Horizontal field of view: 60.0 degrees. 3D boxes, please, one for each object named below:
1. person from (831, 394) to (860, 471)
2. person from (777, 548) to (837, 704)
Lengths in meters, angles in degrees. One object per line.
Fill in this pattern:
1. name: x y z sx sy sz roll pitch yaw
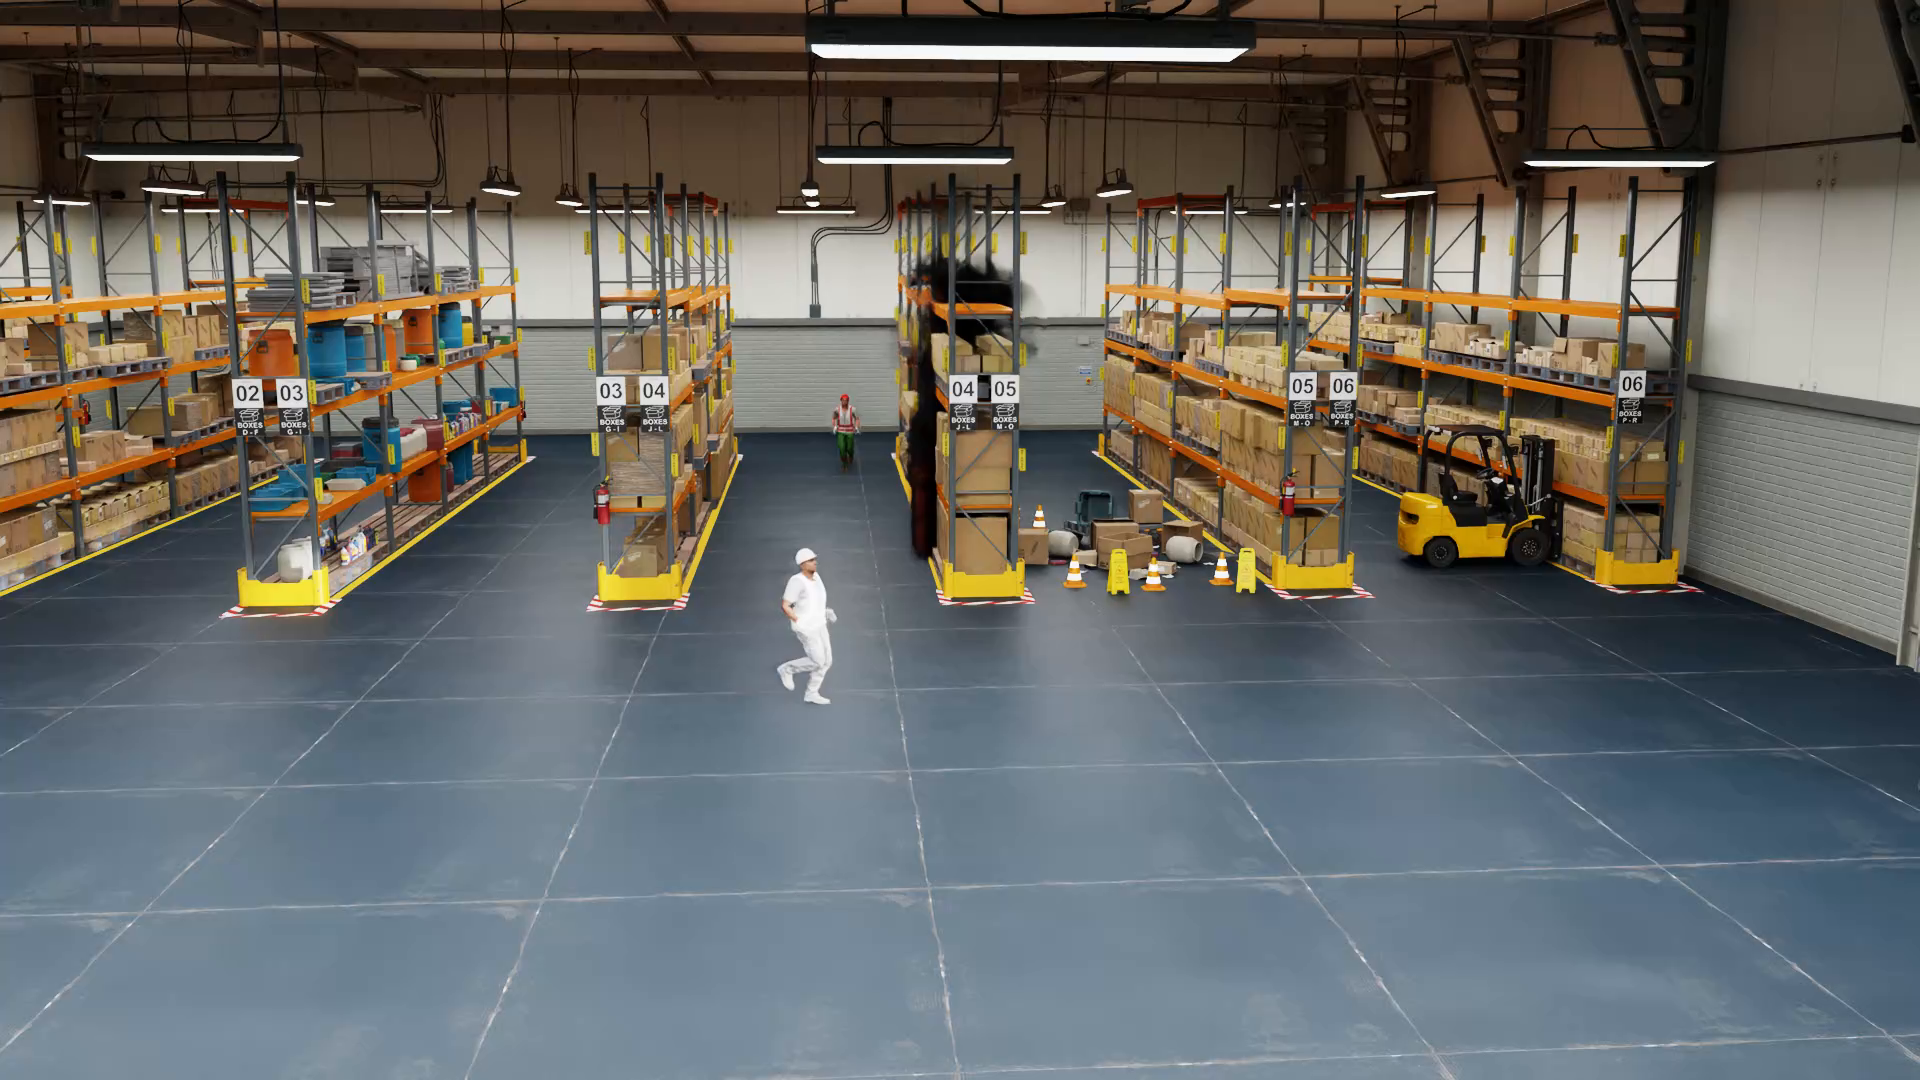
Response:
1. person: -2.584 -2.443 37.586 0.638 1.736 0.653 0 10 1
2. person: -1.707 0.949 18.388 0.599 1.739 0.690 4 11 22
